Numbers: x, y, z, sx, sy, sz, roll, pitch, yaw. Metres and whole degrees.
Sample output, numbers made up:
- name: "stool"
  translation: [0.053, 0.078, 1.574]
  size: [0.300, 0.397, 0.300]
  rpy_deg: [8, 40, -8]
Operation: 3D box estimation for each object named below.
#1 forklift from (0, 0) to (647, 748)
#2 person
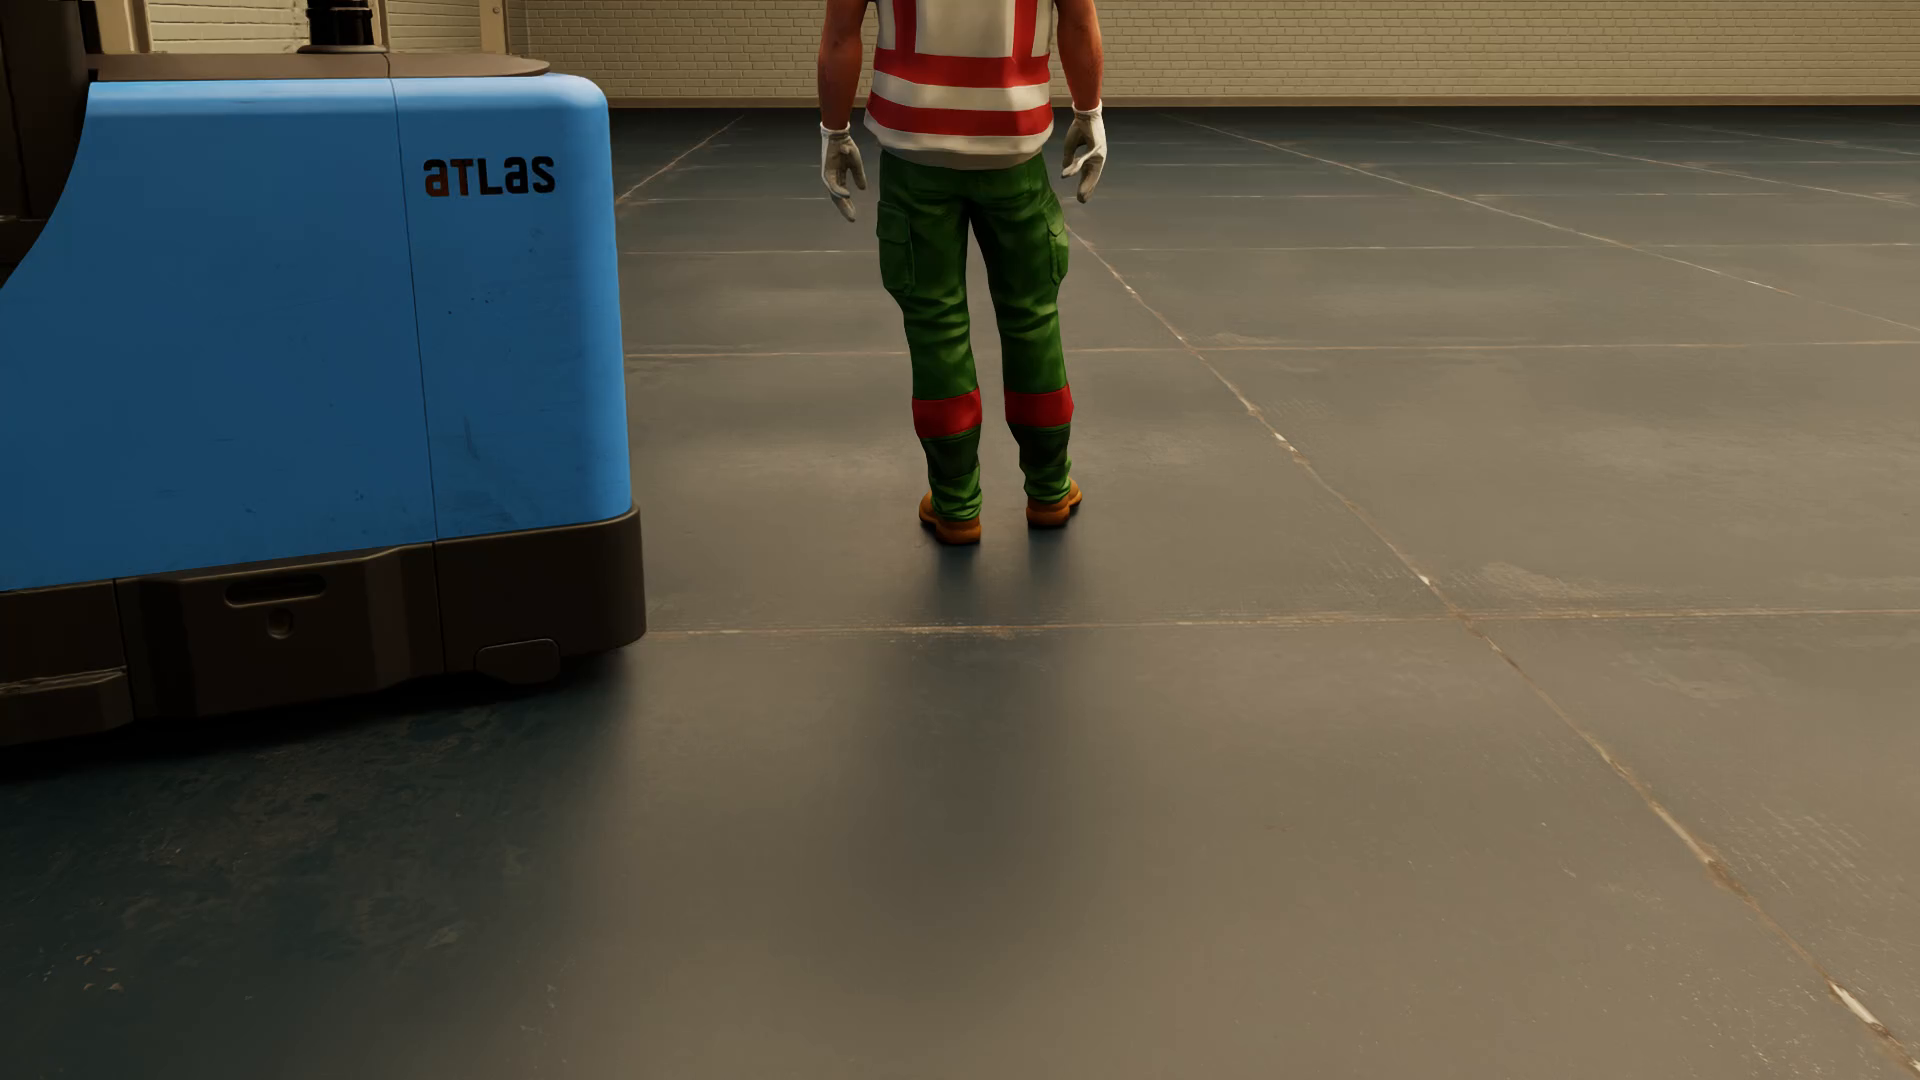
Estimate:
- name: "forklift"
  translation: [-2.149, -1.101, 2.506]
  size: [3.031, 2.935, 1.130]
  rpy_deg: [-8, 19, -23]
- name: "person"
  translation: [0.007, -0.886, 3.733]
  size: [0.638, 1.790, 0.561]
  rpy_deg: [-1, 17, -3]
